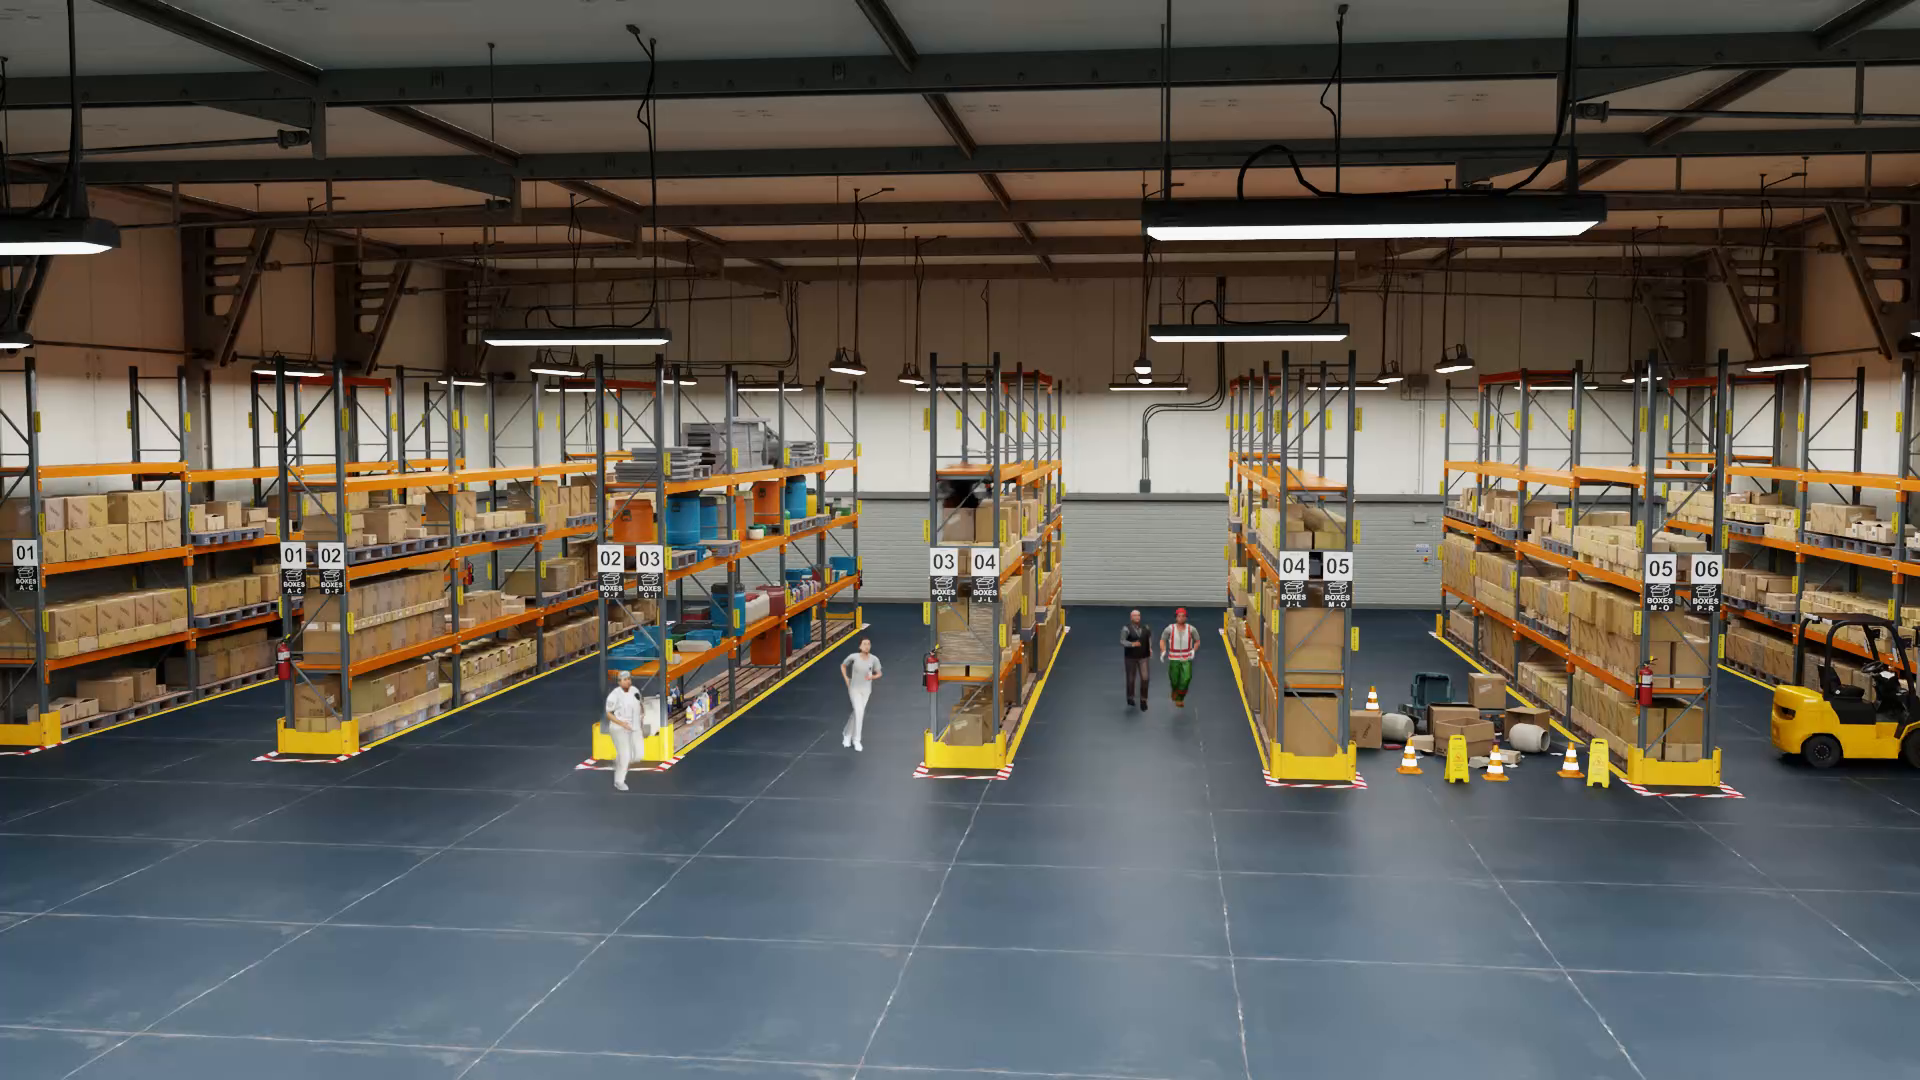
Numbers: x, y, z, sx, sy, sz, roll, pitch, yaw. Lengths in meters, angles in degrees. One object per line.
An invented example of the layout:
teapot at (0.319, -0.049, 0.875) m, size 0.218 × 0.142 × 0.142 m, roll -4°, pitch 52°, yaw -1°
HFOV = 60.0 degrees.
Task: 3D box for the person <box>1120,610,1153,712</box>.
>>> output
person at (3.081, 2.099, 28.944) m, size 0.622 × 1.760 × 0.732 m, roll 0°, pitch 4°, yaw -3°

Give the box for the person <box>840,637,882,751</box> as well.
person at (-1.448, 2.250, 24.508) m, size 0.586 × 1.676 × 0.896 m, roll -1°, pitch 4°, yaw -19°

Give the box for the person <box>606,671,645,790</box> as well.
person at (-4.569, 2.593, 22.748) m, size 0.605 × 1.632 × 0.626 m, roll -4°, pitch 5°, yaw -42°

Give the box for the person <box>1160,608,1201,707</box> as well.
person at (3.688, 1.953, 27.786) m, size 0.671 × 1.640 × 0.640 m, roll 0°, pitch 4°, yaw 4°
